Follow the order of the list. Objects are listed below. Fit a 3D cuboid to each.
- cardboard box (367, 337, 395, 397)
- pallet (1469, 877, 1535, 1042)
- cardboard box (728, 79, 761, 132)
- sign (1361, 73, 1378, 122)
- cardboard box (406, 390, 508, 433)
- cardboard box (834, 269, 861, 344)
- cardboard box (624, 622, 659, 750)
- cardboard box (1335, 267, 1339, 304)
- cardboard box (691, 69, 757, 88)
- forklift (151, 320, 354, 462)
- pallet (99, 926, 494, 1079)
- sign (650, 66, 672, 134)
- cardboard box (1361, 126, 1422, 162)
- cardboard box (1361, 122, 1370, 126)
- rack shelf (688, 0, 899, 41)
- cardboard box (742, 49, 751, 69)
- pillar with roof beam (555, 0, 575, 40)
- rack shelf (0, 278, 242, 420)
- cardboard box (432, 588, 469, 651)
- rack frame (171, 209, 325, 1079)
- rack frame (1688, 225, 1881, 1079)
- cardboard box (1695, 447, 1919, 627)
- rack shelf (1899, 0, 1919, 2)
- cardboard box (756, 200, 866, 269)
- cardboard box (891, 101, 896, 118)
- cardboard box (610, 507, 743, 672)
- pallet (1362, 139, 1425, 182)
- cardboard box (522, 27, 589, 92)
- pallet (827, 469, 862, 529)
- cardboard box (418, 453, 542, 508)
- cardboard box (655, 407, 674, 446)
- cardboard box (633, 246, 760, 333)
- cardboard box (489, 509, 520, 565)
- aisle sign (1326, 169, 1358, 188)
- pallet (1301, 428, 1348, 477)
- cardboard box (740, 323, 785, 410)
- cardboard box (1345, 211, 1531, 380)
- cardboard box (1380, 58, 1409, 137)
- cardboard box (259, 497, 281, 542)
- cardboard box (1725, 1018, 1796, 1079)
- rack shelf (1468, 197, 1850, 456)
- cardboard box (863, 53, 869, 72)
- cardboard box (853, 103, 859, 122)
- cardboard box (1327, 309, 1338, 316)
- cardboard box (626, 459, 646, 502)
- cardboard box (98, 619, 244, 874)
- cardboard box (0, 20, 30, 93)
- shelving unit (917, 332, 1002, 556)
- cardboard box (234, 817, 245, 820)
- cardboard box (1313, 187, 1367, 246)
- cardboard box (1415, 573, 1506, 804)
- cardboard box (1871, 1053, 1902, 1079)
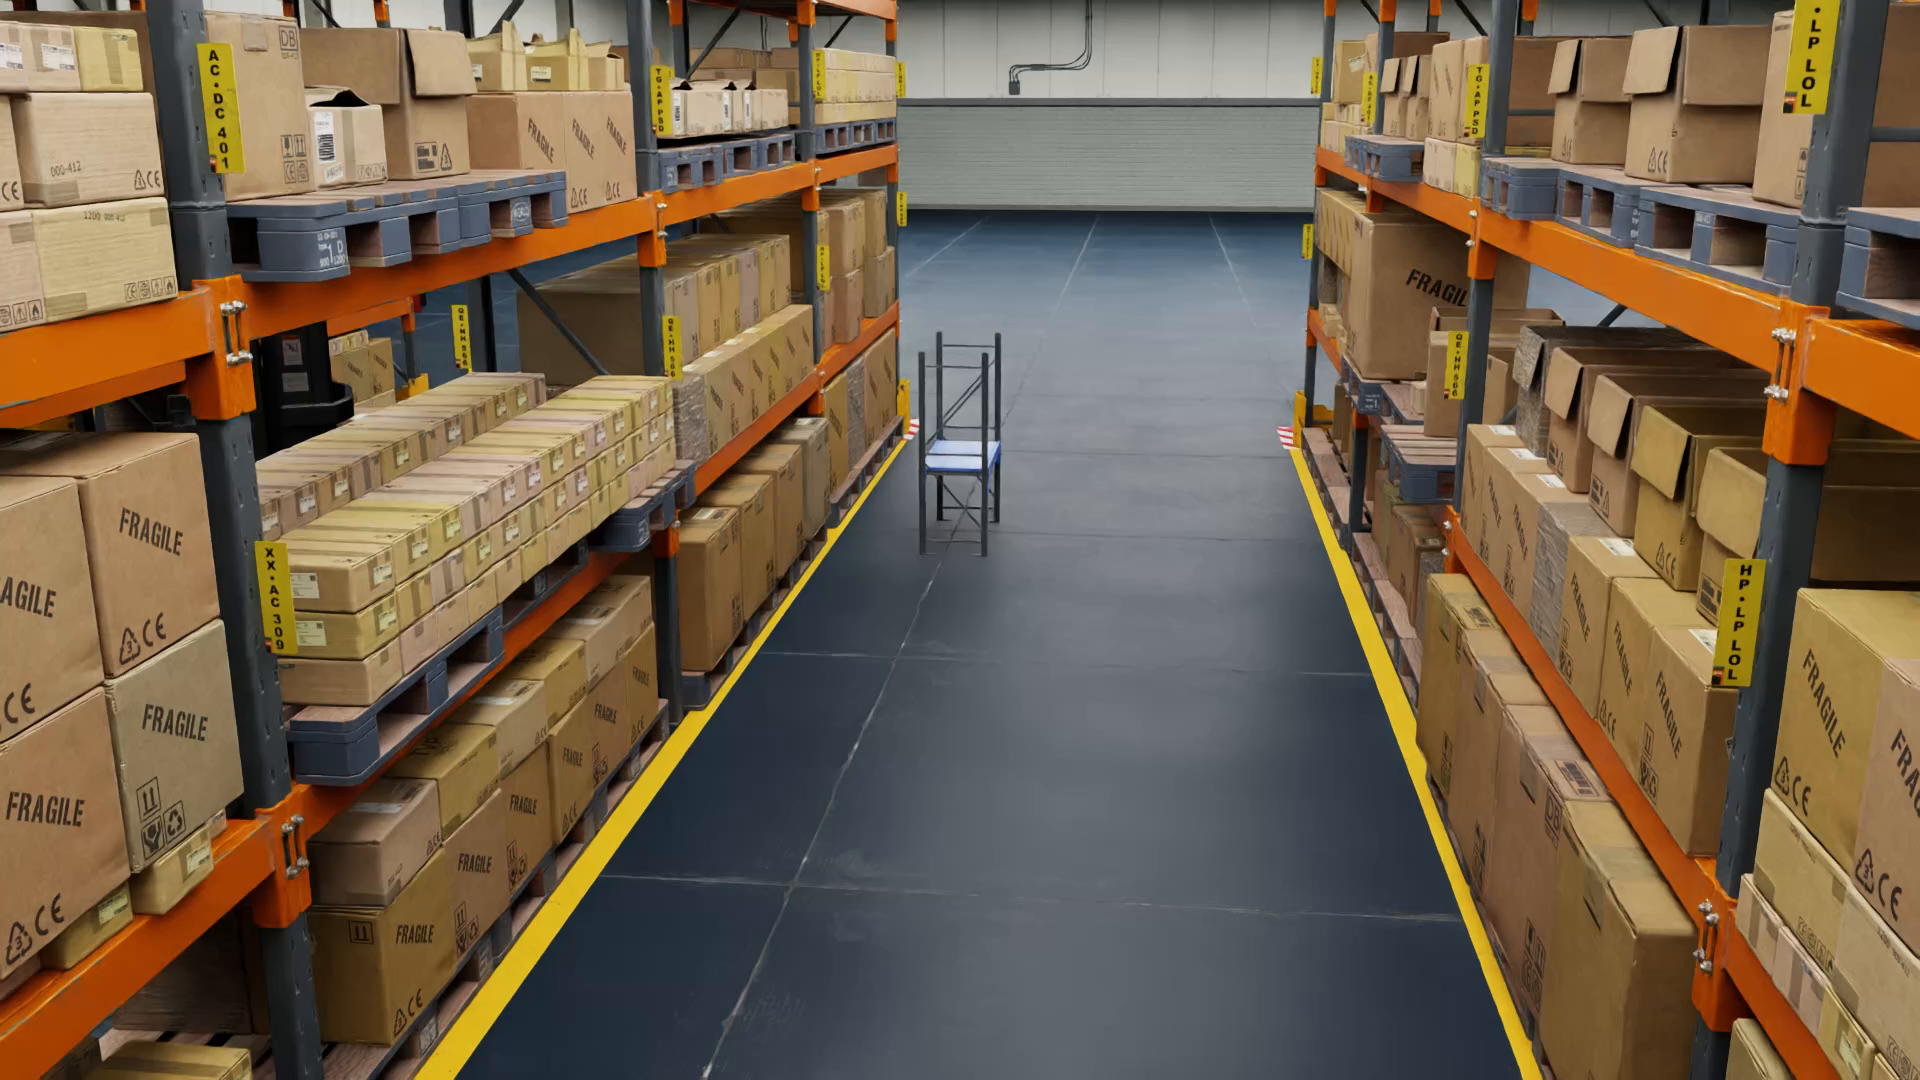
[{"bbox_3d":[-5.865,-1.688,16.183,0.500,0.500,0.500,2,15,7],"label":"cardboard box"},{"bbox_3d":[2.607,1.565,6.470,1.003,0.211,1.213,2,15,6],"label":"pallet"},{"bbox_3d":[-1.534,-2.703,10.341,0.500,0.311,0.500,1,15,4],"label":"cardboard box"},{"bbox_3d":[2.822,-3.048,11.450,0.100,0.325,0.005,2,15,6],"label":"sign"},{"bbox_3d":[-2.311,-0.592,7.643,0.380,0.149,0.250,2,15,6],"label":"cardboard box"},{"bbox_3d":[-1.308,-1.957,13.865,0.875,0.550,0.550,2,15,6],"label":"cardboard box"},{"bbox_3d":[-1.821,0.711,8.270,0.500,0.500,0.500,2,15,6],"label":"cardboard box"},{"bbox_3d":[3.787,-2.290,14.625,0.875,0.500,0.500,2,15,6],"label":"cardboard box"},{"bbox_3d":[-1.754,-3.414,12.516,0.500,0.250,0.500,2,15,6],"label":"cardboard box"},{"bbox_3d":[-4.762,-0.962,10.604,3.031,2.935,1.130,-5,16,-19],"label":"forklift"},{"bbox_3d":[-2.371,1.710,5.932,1.003,0.211,1.213,2,15,6],"label":"pallet"},{"bbox_3d":[-1.467,-2.152,8.138,0.100,0.325,0.005,2,15,6],"label":"sign"},{"bbox_3d":[3.154,-2.838,11.951,0.500,0.250,0.500,2,15,8],"label":"cardboard box"},{"bbox_3d":[3.175,-3.131,12.273,0.380,0.149,0.250,1,15,3],"label":"cardboard box"},{"bbox_3d":[-1.329,-4.383,13.776,1.077,0.370,4.000,2,15,6],"label":"rack shelf"},{"bbox_3d":[-1.802,-3.641,12.592,0.380,0.149,0.250,2,15,6],"label":"cardboard box"},{"bbox_3d":[-4.954,-11.651,38.509,9.100,9.000,0.400,2,15,6],"label":"pillar with roof beam"},{"bbox_3d":[-2.683,-0.016,2.605,1.077,0.370,4.000,2,15,6],"label":"rack shelf"},{"bbox_3d":[-1.899,0.259,5.633,0.380,0.149,0.250,2,15,7],"label":"cardboard box"},{"bbox_3d":[-2.458,0.566,4.821,1.000,3.000,0.127,2,15,6],"label":"rack frame"},{"bbox_3d":[2.459,0.739,4.184,1.000,3.000,0.127,2,15,6],"label":"rack frame"},{"bbox_3d":[2.523,0.040,4.653,0.797,0.503,0.637,1,15,5],"label":"cardboard box"},{"bbox_3d":[8.509,-4.065,12.599,1.077,0.370,4.000,2,15,6],"label":"rack shelf"},{"bbox_3d":[-1.283,-2.617,14.236,0.875,0.550,0.500,2,15,6],"label":"cardboard box"},{"bbox_3d":[-0.804,-4.027,15.549,0.380,0.149,0.250,2,15,6],"label":"cardboard box"},{"bbox_3d":[-1.848,0.257,9.471,1.050,0.750,0.750,1,15,5],"label":"cardboard box"},{"bbox_3d":[3.073,-2.268,9.915,1.213,0.211,1.003,2,15,6],"label":"pallet"},{"bbox_3d":[-1.837,-2.091,7.243,0.396,0.266,0.258,2,15,6],"label":"cardboard box"},{"bbox_3d":[-1.391,-0.357,13.579,1.003,0.211,1.213,2,15,6],"label":"pallet"},{"bbox_3d":[-1.811,-0.226,6.289,0.380,0.149,0.250,2,15,8],"label":"cardboard box"},{"bbox_3d":[-1.610,-0.555,8.073,0.380,0.149,0.250,2,15,7],"label":"cardboard box"},{"bbox_3d":[-1.718,-1.646,10.896,0.700,0.500,0.500,2,15,7],"label":"cardboard box"},{"bbox_3d":[-1.843,-0.019,6.093,0.380,0.149,0.250,2,15,9],"label":"cardboard box"},{"bbox_3d":[3.522,-3.654,15.447,0.394,0.787,0.004,2,15,6],"label":"aisle sign"},{"bbox_3d":[3.678,-0.798,15.210,1.003,0.211,1.213,2,15,6],"label":"pallet"},{"bbox_3d":[-1.462,-1.151,10.982,0.500,0.500,0.500,2,15,7],"label":"cardboard box"},{"bbox_3d":[3.133,-1.627,10.977,1.000,1.000,1.000,2,15,7],"label":"cardboard box"},{"bbox_3d":[3.211,-2.918,10.957,0.797,0.503,0.637,1,15,3],"label":"cardboard box"},{"bbox_3d":[-2.546,-0.049,5.633,0.380,0.149,0.250,1,15,4],"label":"cardboard box"},{"bbox_3d":[2.305,1.730,3.782,0.875,0.875,0.875,2,15,6],"label":"cardboard box"},{"bbox_3d":[2.685,-0.881,5.805,1.077,0.370,4.000,2,15,6],"label":"rack shelf"},{"bbox_3d":[-0.976,-4.016,13.977,0.380,0.149,0.250,2,15,7],"label":"cardboard box"},{"bbox_3d":[-1.034,-3.501,13.602,0.380,0.149,0.250,2,15,6],"label":"cardboard box"},{"bbox_3d":[3.411,-1.927,14.522,0.380,0.149,0.250,2,15,6],"label":"cardboard box"},{"bbox_3d":[-1.664,-0.280,7.628,0.380,0.149,0.250,2,15,7],"label":"cardboard box"},{"bbox_3d":[-2.231,0.508,4.275,0.500,0.500,0.500,2,15,6],"label":"cardboard box"},{"bbox_3d":[-2.227,-1.020,3.508,0.380,0.149,0.250,2,15,6],"label":"cardboard box"},{"bbox_3d":[0.010,-0.746,12.548,0.538,1.500,1.048,2,15,6],"label":"shelving unit"},{"bbox_3d":[-2.625,1.008,5.737,0.500,0.250,0.500,1,15,5],"label":"cardboard box"},{"bbox_3d":[3.481,-2.914,15.014,0.500,0.500,0.500,2,15,6],"label":"cardboard box"},{"bbox_3d":[2.812,0.703,7.583,1.225,0.875,0.875,1,15,4],"label":"cardboard box"},{"bbox_3d":[2.009,1.132,3.212,0.380,0.149,0.250,1,15,5],"label":"cardboard box"}]
